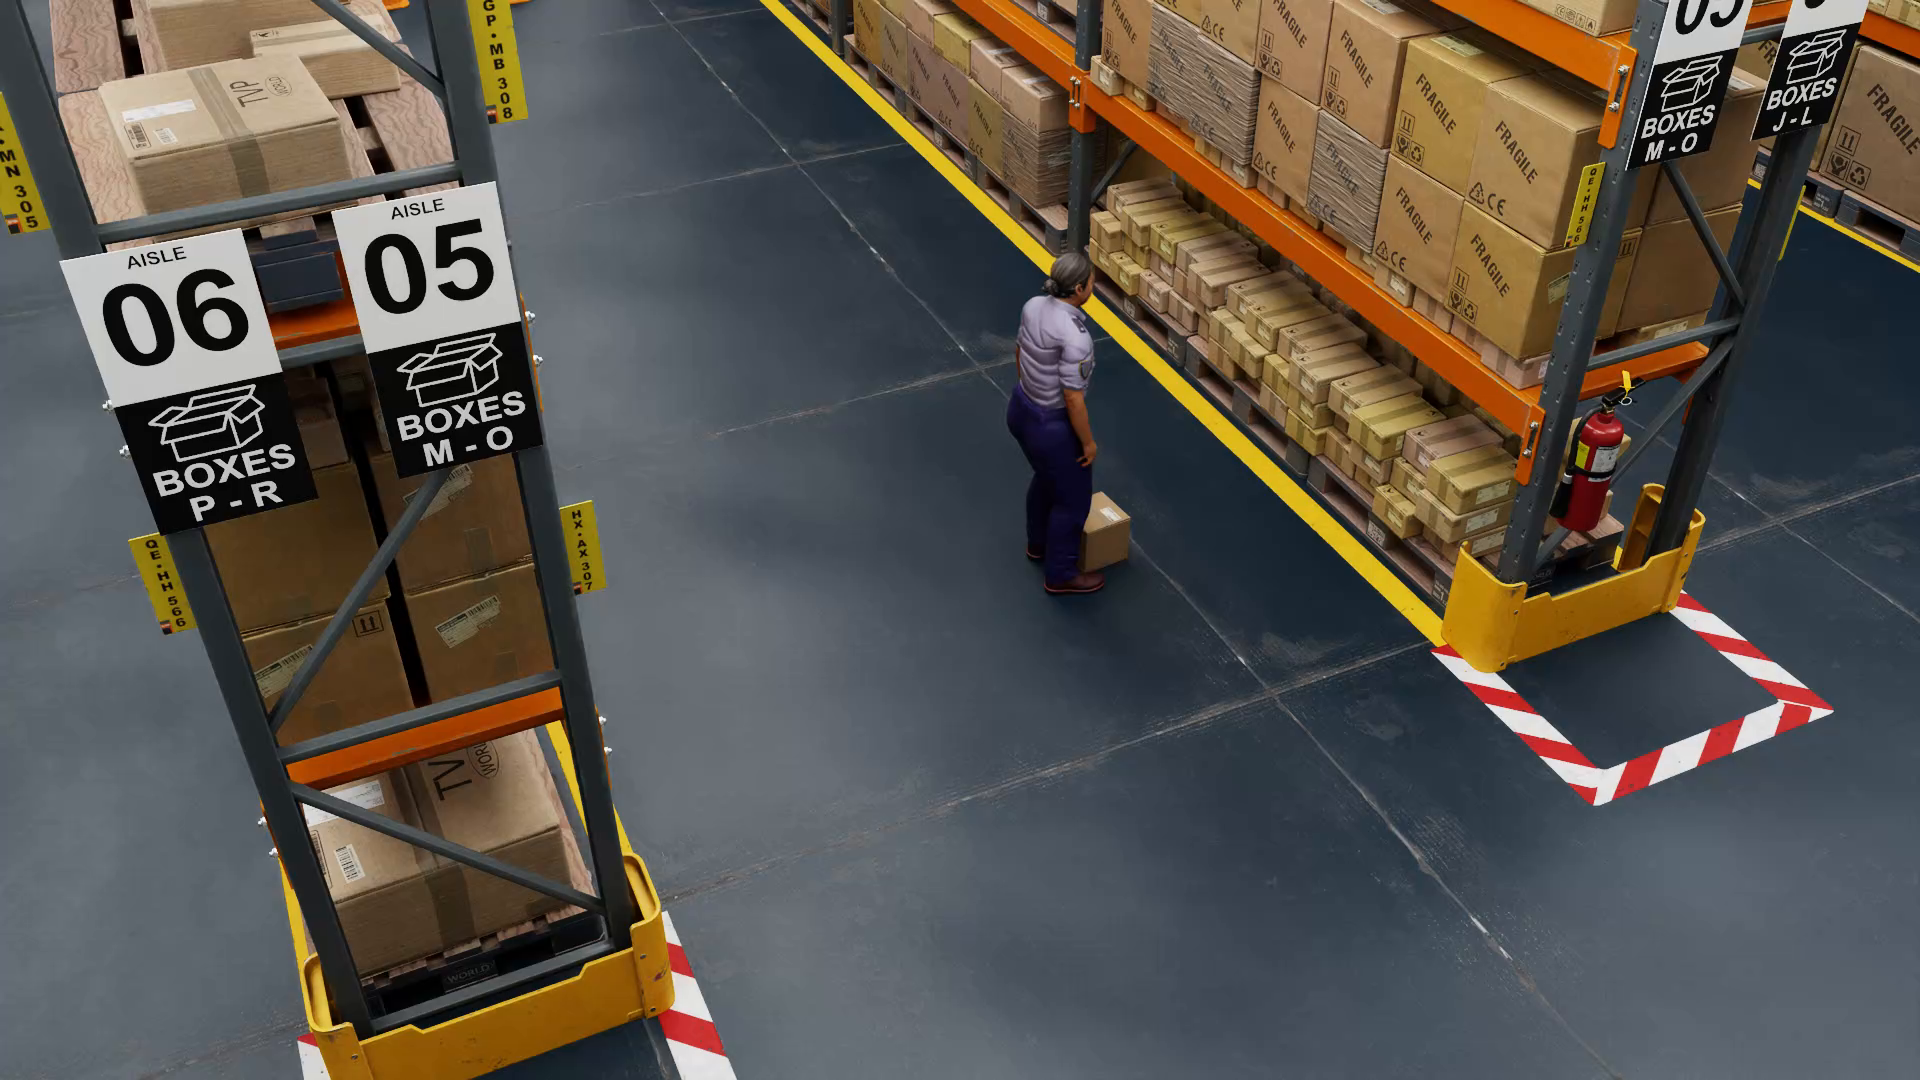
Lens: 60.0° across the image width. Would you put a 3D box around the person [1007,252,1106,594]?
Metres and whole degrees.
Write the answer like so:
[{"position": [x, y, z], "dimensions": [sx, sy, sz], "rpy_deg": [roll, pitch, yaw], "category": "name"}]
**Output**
[{"position": [0.455, -0.536, 7.559], "dimensions": [0.416, 1.652, 0.556], "rpy_deg": [-17, 41, -21], "category": "person"}]
